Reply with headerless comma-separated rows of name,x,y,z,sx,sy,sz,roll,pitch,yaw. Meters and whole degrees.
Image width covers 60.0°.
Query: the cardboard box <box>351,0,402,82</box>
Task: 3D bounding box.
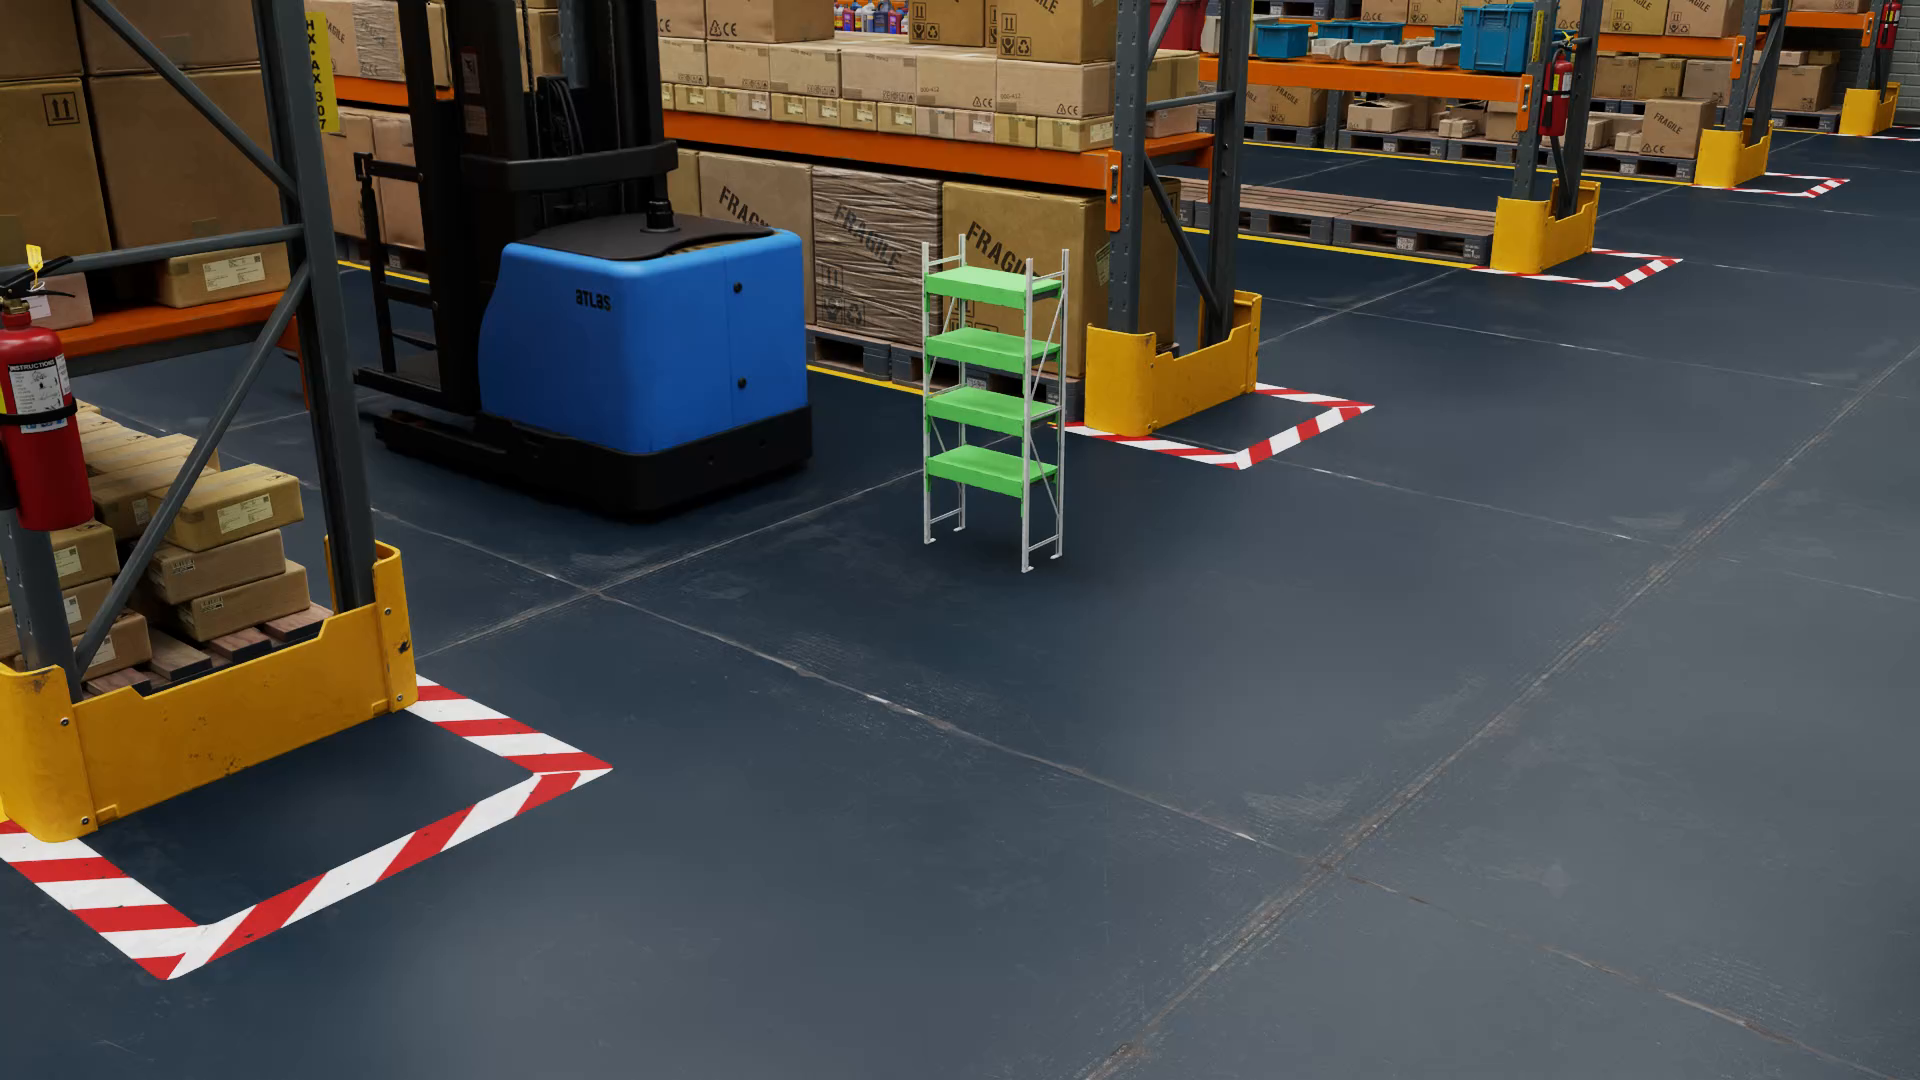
cardboard box,-3.741,-3.398,11.286,0.500,0.500,0.500,16,26,36

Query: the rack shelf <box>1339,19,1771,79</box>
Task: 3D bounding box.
rack shelf,5.784,-4.906,16.446,4.000,0.370,1.077,16,26,36

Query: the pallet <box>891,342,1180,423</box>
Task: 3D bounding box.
pallet,0.397,-0.941,8.865,1.213,0.211,1.003,16,26,36

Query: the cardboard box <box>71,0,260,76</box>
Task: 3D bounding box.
cardboard box,-2.328,-1.582,4.633,0.500,0.500,0.500,16,26,36

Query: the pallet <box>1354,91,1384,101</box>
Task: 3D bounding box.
pallet,5.769,-6.163,22.711,1.213,0.211,1.003,16,26,36

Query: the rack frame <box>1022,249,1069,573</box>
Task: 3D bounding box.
rack frame,0.317,-0.470,6.214,0.015,1.200,0.240,16,26,36

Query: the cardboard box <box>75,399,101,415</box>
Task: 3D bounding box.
cardboard box,-3.371,-0.395,6.066,0.250,0.149,0.380,17,26,37

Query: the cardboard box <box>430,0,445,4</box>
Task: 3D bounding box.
cardboard box,-3.057,-3.794,10.915,0.637,0.503,0.797,16,26,37

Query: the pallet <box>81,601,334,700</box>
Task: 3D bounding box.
pallet,-2.814,0.341,5.465,1.213,0.211,1.003,16,26,36

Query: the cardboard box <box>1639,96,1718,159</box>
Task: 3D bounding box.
cardboard box,6.756,-3.886,15.642,0.500,0.500,0.500,16,26,36

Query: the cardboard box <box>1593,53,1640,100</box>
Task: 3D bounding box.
cardboard box,8.265,-5.763,20.646,0.500,0.500,0.700,16,26,36

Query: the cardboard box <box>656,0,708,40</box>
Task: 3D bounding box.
cardboard box,-1.447,-3.113,9.399,0.500,0.500,0.500,16,26,36

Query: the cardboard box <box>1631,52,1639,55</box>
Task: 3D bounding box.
cardboard box,8.505,-6.090,20.595,0.250,0.149,0.380,15,25,35

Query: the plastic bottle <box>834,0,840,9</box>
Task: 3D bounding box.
plastic bottle,-1.238,-5.148,16.234,0.133,0.283,0.061,16,26,36

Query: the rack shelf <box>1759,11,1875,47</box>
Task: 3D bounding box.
rack shelf,8.913,-6.261,20.039,4.000,0.370,1.077,16,26,36

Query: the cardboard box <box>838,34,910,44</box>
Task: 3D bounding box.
cardboard box,-0.336,-2.681,9.318,0.500,0.250,0.500,15,26,35

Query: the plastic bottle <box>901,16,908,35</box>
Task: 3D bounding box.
plastic bottle,-0.475,-4.536,14.728,0.097,0.201,0.097,0,21,0

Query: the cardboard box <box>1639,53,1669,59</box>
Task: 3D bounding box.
cardboard box,8.432,-5.937,20.188,0.250,0.149,0.380,15,25,35

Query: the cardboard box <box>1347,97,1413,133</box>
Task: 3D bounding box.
cardboard box,4.422,-4.484,17.494,0.500,0.311,0.500,16,26,36

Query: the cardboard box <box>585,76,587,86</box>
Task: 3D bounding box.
cardboard box,-2.014,-2.707,9.952,0.250,0.149,0.380,16,26,36

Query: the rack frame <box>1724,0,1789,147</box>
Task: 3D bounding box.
rack frame,7.333,-4.796,15.136,0.127,3.000,1.000,16,26,36

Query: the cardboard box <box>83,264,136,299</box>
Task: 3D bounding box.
cardboard box,-2.415,-0.846,5.015,0.250,0.149,0.380,17,27,38

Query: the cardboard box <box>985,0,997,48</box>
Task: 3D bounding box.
cardboard box,0.478,-2.801,8.574,0.500,0.500,0.500,15,26,35

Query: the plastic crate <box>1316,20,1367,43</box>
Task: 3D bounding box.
plastic crate,2.962,-3.899,12.908,0.300,0.233,0.416,16,26,36

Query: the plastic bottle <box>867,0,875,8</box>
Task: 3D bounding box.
plastic bottle,-0.858,-5.025,15.925,0.097,0.271,0.097,0,21,0

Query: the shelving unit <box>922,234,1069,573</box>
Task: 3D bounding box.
shelving unit,0.128,-0.524,6.359,0.503,1.200,0.258,16,26,36

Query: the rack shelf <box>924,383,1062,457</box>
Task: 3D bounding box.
rack shelf,0.128,-0.465,6.381,0.480,0.148,0.258,16,26,36

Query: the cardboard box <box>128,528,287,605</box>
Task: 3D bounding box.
cardboard box,-2.392,0.055,5.294,0.250,0.149,0.380,17,27,38

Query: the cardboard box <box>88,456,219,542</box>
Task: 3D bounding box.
cardboard box,-2.629,-0.135,5.377,0.250,0.149,0.380,17,26,37

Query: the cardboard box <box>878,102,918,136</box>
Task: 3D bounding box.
cardboard box,-0.210,-2.188,8.576,0.250,0.149,0.380,15,26,35

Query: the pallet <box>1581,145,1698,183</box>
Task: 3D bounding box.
pallet,6.656,-3.686,16.144,1.213,0.211,1.003,16,26,36

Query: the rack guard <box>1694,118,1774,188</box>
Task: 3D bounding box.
rack guard,7.274,-3.644,15.622,0.348,0.500,1.175,16,26,36

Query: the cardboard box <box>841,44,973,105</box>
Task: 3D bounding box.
cardboard box,-0.264,-2.420,8.627,0.500,0.250,0.500,15,25,35

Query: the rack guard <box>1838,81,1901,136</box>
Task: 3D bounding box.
rack guard,10.481,-4.976,19.156,0.348,0.500,1.175,16,26,36

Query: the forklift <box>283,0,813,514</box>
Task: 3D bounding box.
forklift,-2.123,-1.887,7.519,3.031,2.935,1.130,16,26,36

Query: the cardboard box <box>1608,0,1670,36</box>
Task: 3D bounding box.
cardboard box,6.410,-4.983,15.490,0.500,0.500,0.500,16,26,37

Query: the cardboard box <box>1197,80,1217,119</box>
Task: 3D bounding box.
cardboard box,2.905,-4.981,18.545,0.500,0.500,0.500,16,26,37

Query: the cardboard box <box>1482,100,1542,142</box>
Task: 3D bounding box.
cardboard box,5.693,-4.309,16.757,0.637,0.503,0.797,16,26,36

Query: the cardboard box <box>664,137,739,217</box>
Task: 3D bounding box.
cardboard box,-1.572,-2.015,10.176,0.875,0.875,0.875,16,26,36

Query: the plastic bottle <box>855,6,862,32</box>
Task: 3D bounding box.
plastic bottle,-0.902,-4.692,15.041,0.097,0.271,0.097,0,21,0

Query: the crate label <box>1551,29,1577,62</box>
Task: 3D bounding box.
crate label,4.215,-3.538,11.951,0.303,0.233,0.416,16,26,36

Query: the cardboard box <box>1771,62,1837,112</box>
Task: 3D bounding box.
cardboard box,9.857,-5.307,19.437,0.500,0.500,0.700,16,26,36

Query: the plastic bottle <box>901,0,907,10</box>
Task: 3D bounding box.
plastic bottle,-0.531,-4.945,15.695,0.133,0.283,0.061,16,26,36

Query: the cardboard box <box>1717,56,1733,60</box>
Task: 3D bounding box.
cardboard box,9.296,-5.863,19.992,0.250,0.149,0.380,17,26,37

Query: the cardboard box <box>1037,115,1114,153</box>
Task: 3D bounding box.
cardboard box,0.582,-1.961,7.973,0.250,0.149,0.380,17,26,37

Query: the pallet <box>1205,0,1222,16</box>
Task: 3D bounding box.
pallet,2.645,-6.059,18.755,1.213,0.211,1.003,16,26,36

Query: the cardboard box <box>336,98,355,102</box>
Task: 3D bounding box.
cardboard box,-4.610,-2.917,12.567,0.875,0.875,1.225,15,25,34

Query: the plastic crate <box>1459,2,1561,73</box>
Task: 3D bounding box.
plastic crate,3.821,-3.511,11.593,0.499,0.435,0.616,16,26,36

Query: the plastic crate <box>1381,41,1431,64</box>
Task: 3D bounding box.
plastic crate,3.236,-3.549,12.116,0.243,0.136,0.396,16,26,36

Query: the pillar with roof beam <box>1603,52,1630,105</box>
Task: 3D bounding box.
pillar with roof beam,5.731,-8.754,17.129,0.400,9.000,9.100,16,26,36

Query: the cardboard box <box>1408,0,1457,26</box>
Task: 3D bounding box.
cardboard box,4.855,-5.434,16.685,0.500,0.500,0.500,17,26,37

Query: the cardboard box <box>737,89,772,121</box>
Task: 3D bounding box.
cardboard box,-1.009,-2.418,9.185,0.250,0.149,0.380,16,26,37
